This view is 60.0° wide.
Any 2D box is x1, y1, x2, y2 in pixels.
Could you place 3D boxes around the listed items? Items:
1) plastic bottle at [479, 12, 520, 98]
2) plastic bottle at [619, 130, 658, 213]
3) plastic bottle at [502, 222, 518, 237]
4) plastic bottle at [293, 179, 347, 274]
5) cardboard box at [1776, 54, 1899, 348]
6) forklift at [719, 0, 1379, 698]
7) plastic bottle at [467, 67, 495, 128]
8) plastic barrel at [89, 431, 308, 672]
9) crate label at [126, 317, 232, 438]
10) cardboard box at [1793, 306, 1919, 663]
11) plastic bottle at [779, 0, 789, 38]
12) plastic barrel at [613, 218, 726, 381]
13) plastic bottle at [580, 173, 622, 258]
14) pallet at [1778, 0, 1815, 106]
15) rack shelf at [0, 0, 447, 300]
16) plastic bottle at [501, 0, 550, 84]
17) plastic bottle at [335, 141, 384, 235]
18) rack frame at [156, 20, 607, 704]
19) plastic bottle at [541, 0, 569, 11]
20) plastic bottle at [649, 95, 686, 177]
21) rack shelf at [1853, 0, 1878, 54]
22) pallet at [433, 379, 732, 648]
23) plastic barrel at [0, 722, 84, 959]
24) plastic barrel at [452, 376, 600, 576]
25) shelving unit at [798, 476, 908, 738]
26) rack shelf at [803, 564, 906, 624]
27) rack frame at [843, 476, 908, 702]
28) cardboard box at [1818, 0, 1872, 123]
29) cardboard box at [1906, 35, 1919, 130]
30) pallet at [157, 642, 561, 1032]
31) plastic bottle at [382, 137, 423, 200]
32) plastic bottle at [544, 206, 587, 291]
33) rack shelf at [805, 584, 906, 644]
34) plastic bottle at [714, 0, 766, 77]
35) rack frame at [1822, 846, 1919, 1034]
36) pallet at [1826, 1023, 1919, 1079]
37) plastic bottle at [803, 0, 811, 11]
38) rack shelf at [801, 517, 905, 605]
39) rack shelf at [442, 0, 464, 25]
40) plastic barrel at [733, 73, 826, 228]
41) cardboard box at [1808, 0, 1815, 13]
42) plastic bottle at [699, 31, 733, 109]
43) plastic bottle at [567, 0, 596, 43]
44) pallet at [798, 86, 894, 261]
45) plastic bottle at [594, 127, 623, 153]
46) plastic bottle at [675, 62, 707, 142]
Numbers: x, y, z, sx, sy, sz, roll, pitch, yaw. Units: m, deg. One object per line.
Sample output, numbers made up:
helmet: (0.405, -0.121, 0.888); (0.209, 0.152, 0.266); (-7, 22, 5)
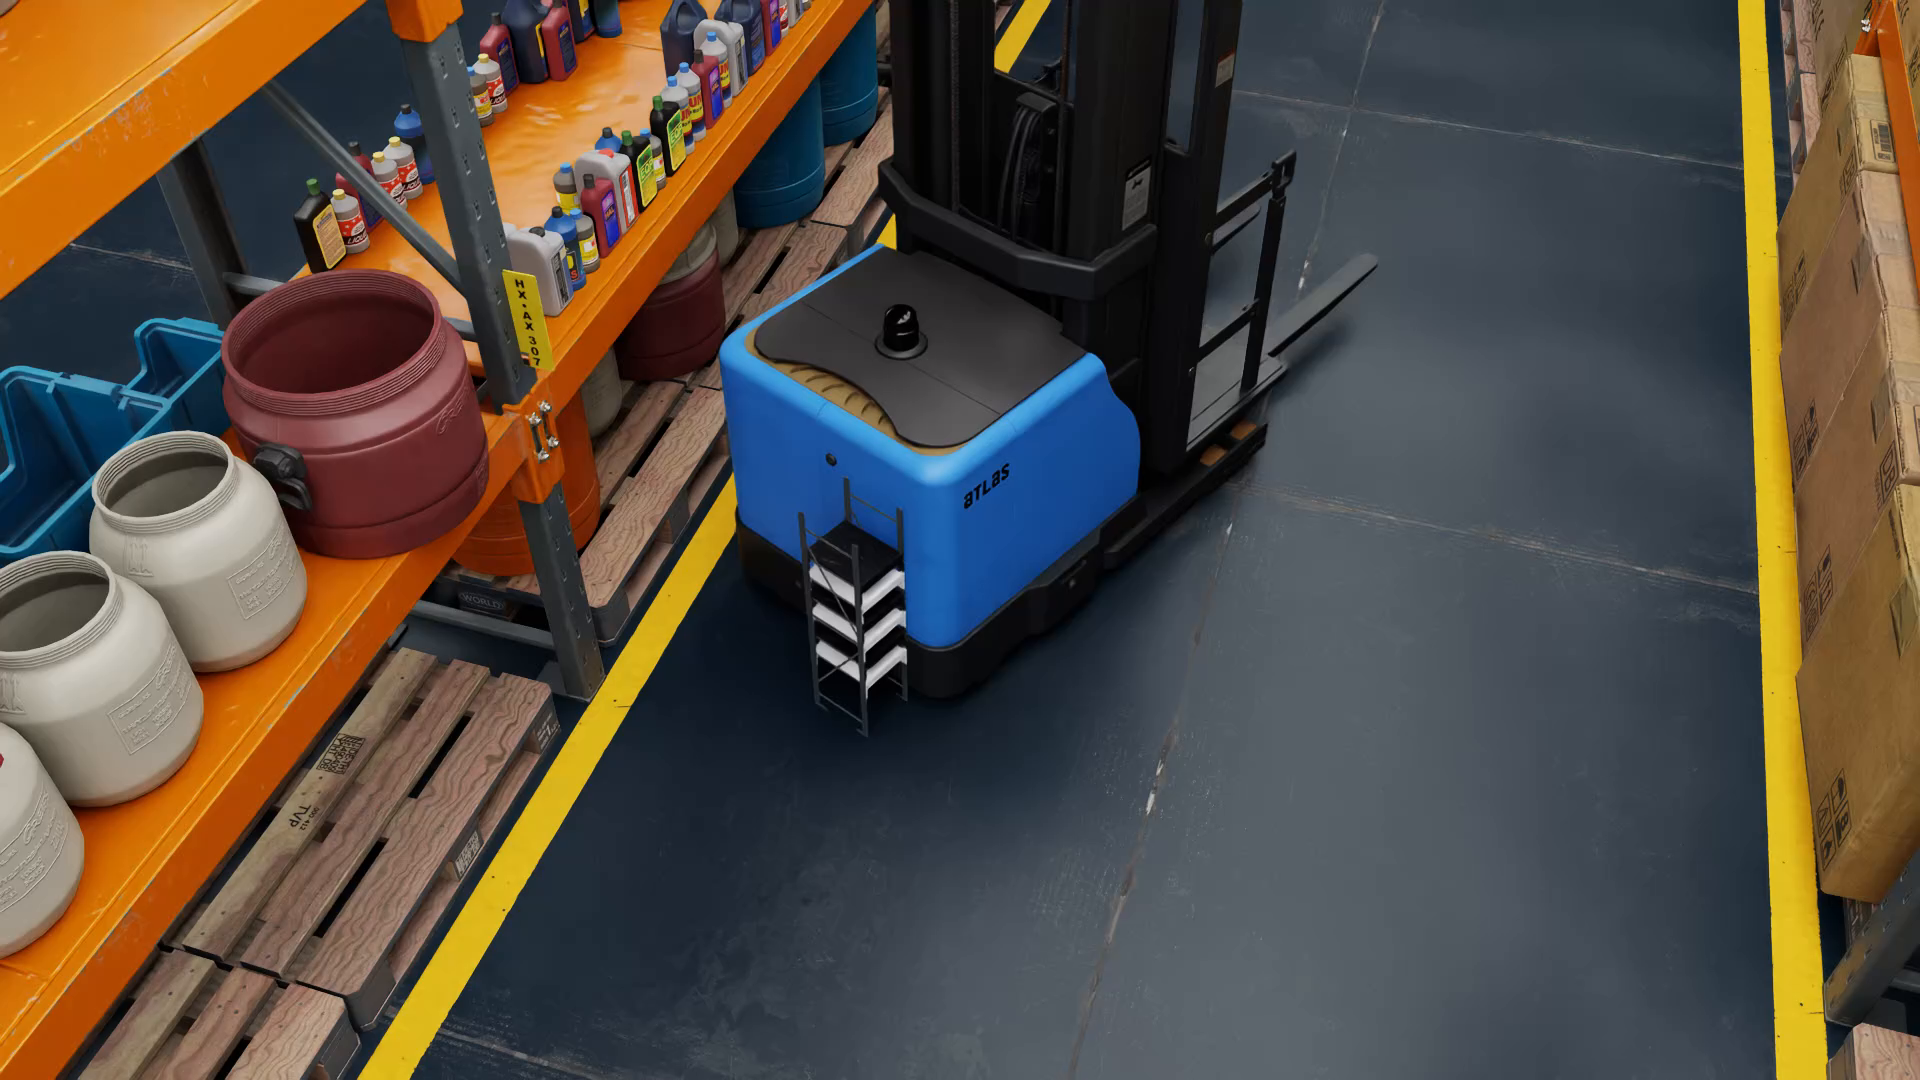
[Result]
plastic bottle: (-1.658, -1.739, 5.965); (0.061, 0.283, 0.133); (13, 46, 13)
plastic bottle: (-1.056, -1.225, 5.440); (0.061, 0.283, 0.133); (13, 46, 13)
plastic bottle: (-1.425, -0.866, 5.079); (0.152, 0.276, 0.135); (13, 46, 13)
plastic bottle: (-2.004, -0.977, 5.187); (0.061, 0.283, 0.133); (13, 46, 13)
cardboard box: (4.037, -1.235, 6.587); (1.225, 0.875, 0.875); (13, 46, 13)
forklift: (0.555, -1.467, 5.653); (1.130, 2.935, 3.031); (32, 53, 28)
plastic bottle: (-1.705, -1.564, 5.845); (0.097, 0.201, 0.097); (0, 44, 0)
plastic barrel: (-1.828, 0.033, 3.992); (0.421, 0.512, 0.421); (0, 44, 0)
crate label: (-2.204, -0.397, 4.631); (0.303, 0.233, 0.416); (13, 46, 13)
cardboard box: (3.507, -0.048, 5.373); (1.225, 0.875, 0.875); (13, 46, 13)
plastic bottle: (-0.703, -2.015, 6.307); (0.097, 0.201, 0.097); (0, 44, 0)
plastic barrel: (-1.246, -1.029, 6.581); (0.600, 0.588, 0.708); (13, 46, 13)
plastic bottle: (-1.137, -1.046, 5.258); (0.061, 0.283, 0.133); (13, 46, 13)
pallet: (4.885, -2.585, 8.741); (1.003, 0.211, 1.213); (13, 46, 12)
rack shelf: (-2.325, -0.140, 2.618); (1.077, 0.370, 4.000); (13, 46, 13)
plastic bottle: (-1.570, -1.860, 6.041); (0.144, 0.351, 0.185); (13, 46, 13)
plastic bottle: (-1.934, -1.131, 5.344); (0.061, 0.283, 0.133); (13, 46, 13)
rack frame: (-1.720, -0.658, 4.778); (1.000, 3.000, 0.127); (13, 46, 13)
plastic bottle: (-1.503, -1.938, 6.169); (0.061, 0.283, 0.133); (13, 46, 13)
plastic bottle: (-0.986, -1.379, 5.597); (0.061, 0.283, 0.133); (13, 46, 13)
rack shelf: (4.818, -3.352, 8.045); (1.077, 0.370, 4.000); (13, 46, 13)
pallet: (-1.521, -0.196, 6.299); (1.003, 0.211, 1.213); (13, 46, 13)
plastic barrel: (-2.079, 0.591, 3.405); (0.433, 0.535, 0.433); (0, 44, 0)
plastic barrel: (-1.588, -0.363, 5.727); (0.600, 0.830, 0.708); (13, 46, 13)
shelving unit: (-0.334, 0.232, 5.369); (0.258, 0.900, 0.210); (30, 52, 27)
rack shelf: (-0.334, 0.127, 5.266); (0.258, 0.077, 0.200); (30, 52, 27)
rack frame: (-0.270, 0.177, 5.425); (0.240, 0.900, 0.006); (30, 52, 27)
cardboard box: (4.488, -2.089, 7.459); (0.875, 0.875, 0.875); (13, 46, 13)
cardboard box: (3.683, -1.722, 5.794); (0.500, 0.500, 0.500); (13, 46, 13)
pallet: (-1.991, 0.846, 5.234); (1.003, 0.211, 1.213); (13, 46, 13)
plastic bottle: (-1.852, -1.239, 5.514); (0.097, 0.201, 0.097); (0, 44, 0)
plastic bottle: (-1.219, -0.904, 5.121); (0.097, 0.271, 0.097); (0, 44, 0)
rack shelf: (-0.334, 0.192, 5.329); (0.258, 0.077, 0.200); (30, 52, 27)
plastic bottle: (-0.808, -1.891, 6.073); (0.144, 0.351, 0.185); (13, 46, 13)
rack frame: (3.001, 0.391, 3.706); (1.000, 3.000, 0.127); (13, 46, 13)
pallet: (2.763, 1.908, 4.149); (1.003, 0.211, 1.213); (13, 46, 13)
plastic bottle: (-0.633, -2.170, 6.465); (0.097, 0.201, 0.097); (0, 44, 0)
rack shelf: (-0.334, 0.063, 5.203); (0.258, 0.077, 0.200); (30, 52, 27)
rack shelf: (-1.114, -2.807, 5.343); (1.077, 0.370, 4.000); (13, 46, 13)
plastic barrel: (-0.904, -1.894, 7.241); (0.600, 0.901, 0.708); (13, 46, 13)
cardboard box: (5.030, -3.282, 8.679); (0.875, 0.875, 0.875); (13, 46, 13)
plastic bottle: (-0.870, -1.674, 5.908); (0.097, 0.271, 0.097); (0, 44, 0)
plastic bottle: (-1.473, -2.072, 6.258); (0.144, 0.351, 0.185); (13, 46, 13)
pallet: (-0.782, -1.823, 7.962); (1.003, 0.211, 1.213); (13, 46, 13)
plastic bottle: (-1.137, -1.225, 5.449); (0.097, 0.271, 0.097); (0, 44, 0)
plastic bottle: (-0.939, -1.520, 5.751); (0.097, 0.271, 0.097); (0, 44, 0)
